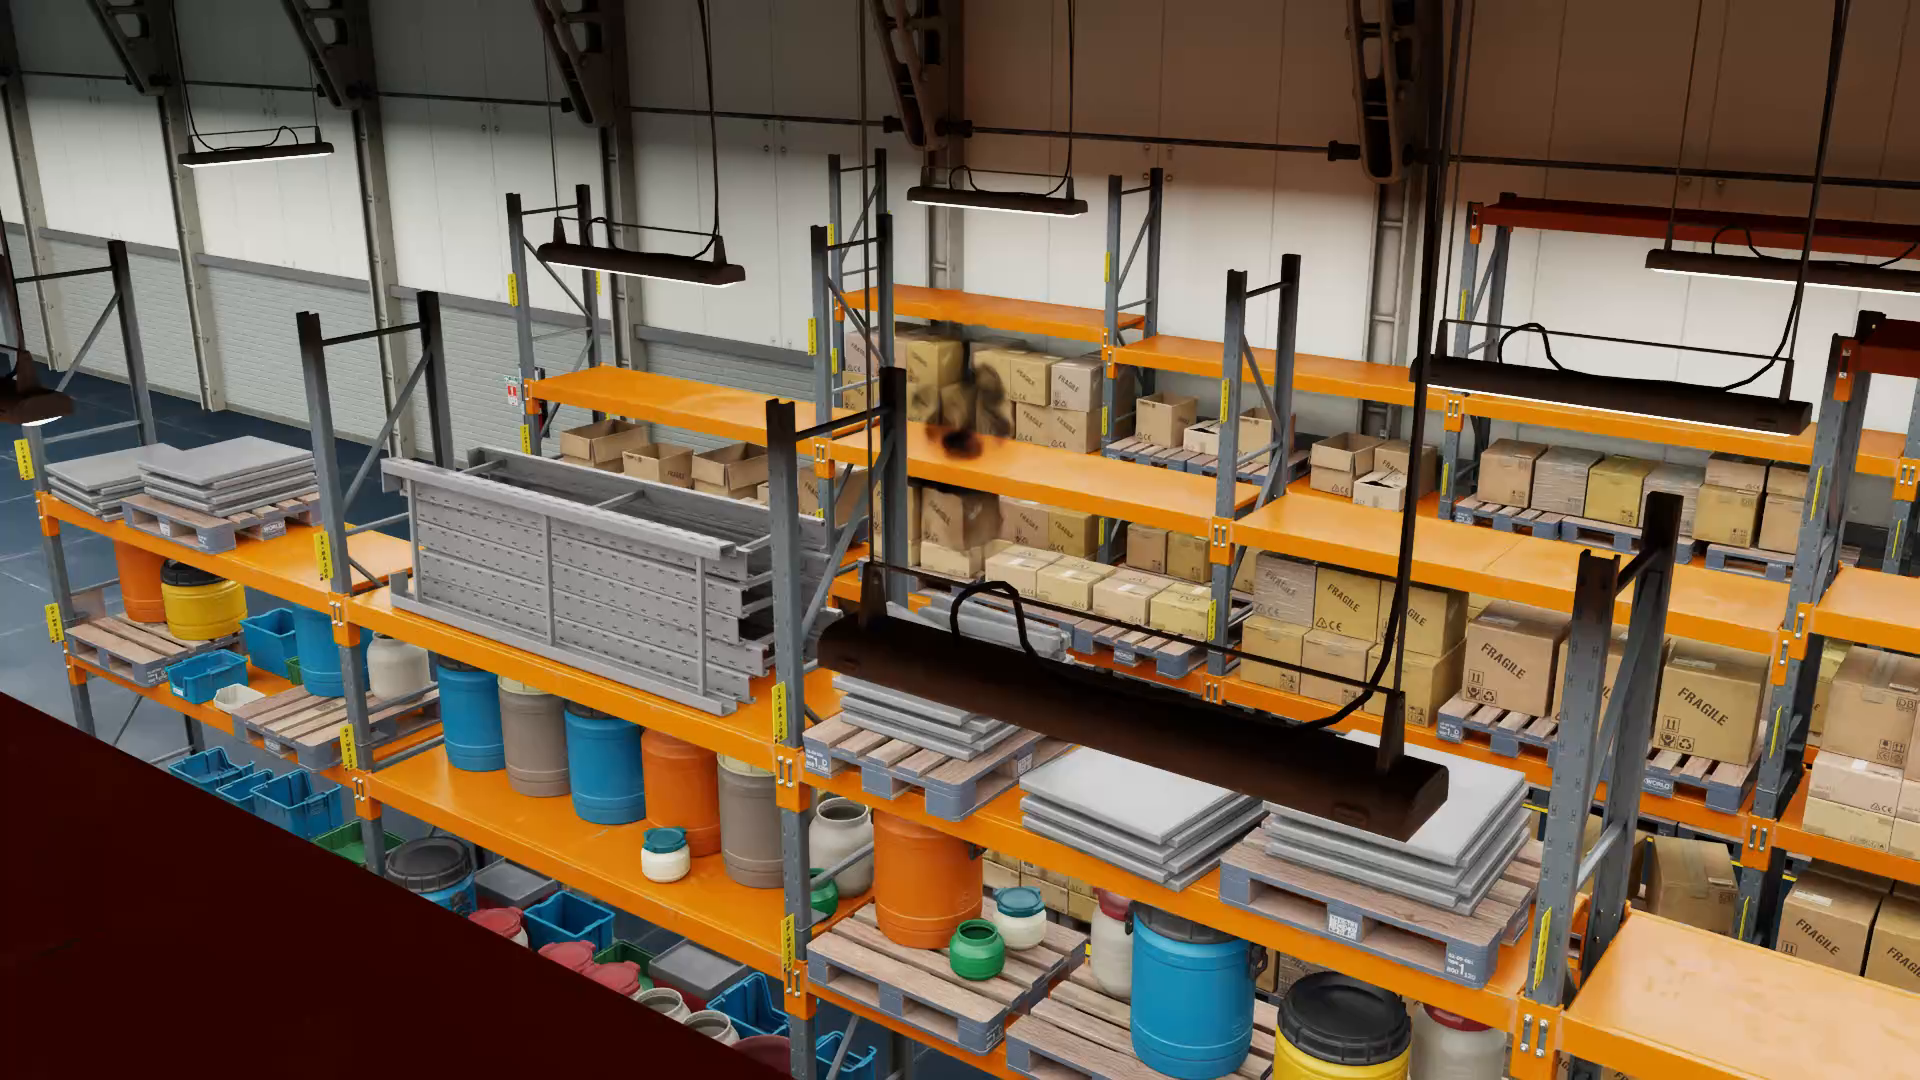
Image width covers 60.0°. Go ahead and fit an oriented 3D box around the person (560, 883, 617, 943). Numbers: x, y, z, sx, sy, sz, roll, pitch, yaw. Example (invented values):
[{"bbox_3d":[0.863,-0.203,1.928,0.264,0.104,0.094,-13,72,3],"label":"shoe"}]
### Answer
[{"bbox_3d":[-3.094,2.960,13.740,0.860,1.587,0.537,10,21,28],"label":"person"}]
